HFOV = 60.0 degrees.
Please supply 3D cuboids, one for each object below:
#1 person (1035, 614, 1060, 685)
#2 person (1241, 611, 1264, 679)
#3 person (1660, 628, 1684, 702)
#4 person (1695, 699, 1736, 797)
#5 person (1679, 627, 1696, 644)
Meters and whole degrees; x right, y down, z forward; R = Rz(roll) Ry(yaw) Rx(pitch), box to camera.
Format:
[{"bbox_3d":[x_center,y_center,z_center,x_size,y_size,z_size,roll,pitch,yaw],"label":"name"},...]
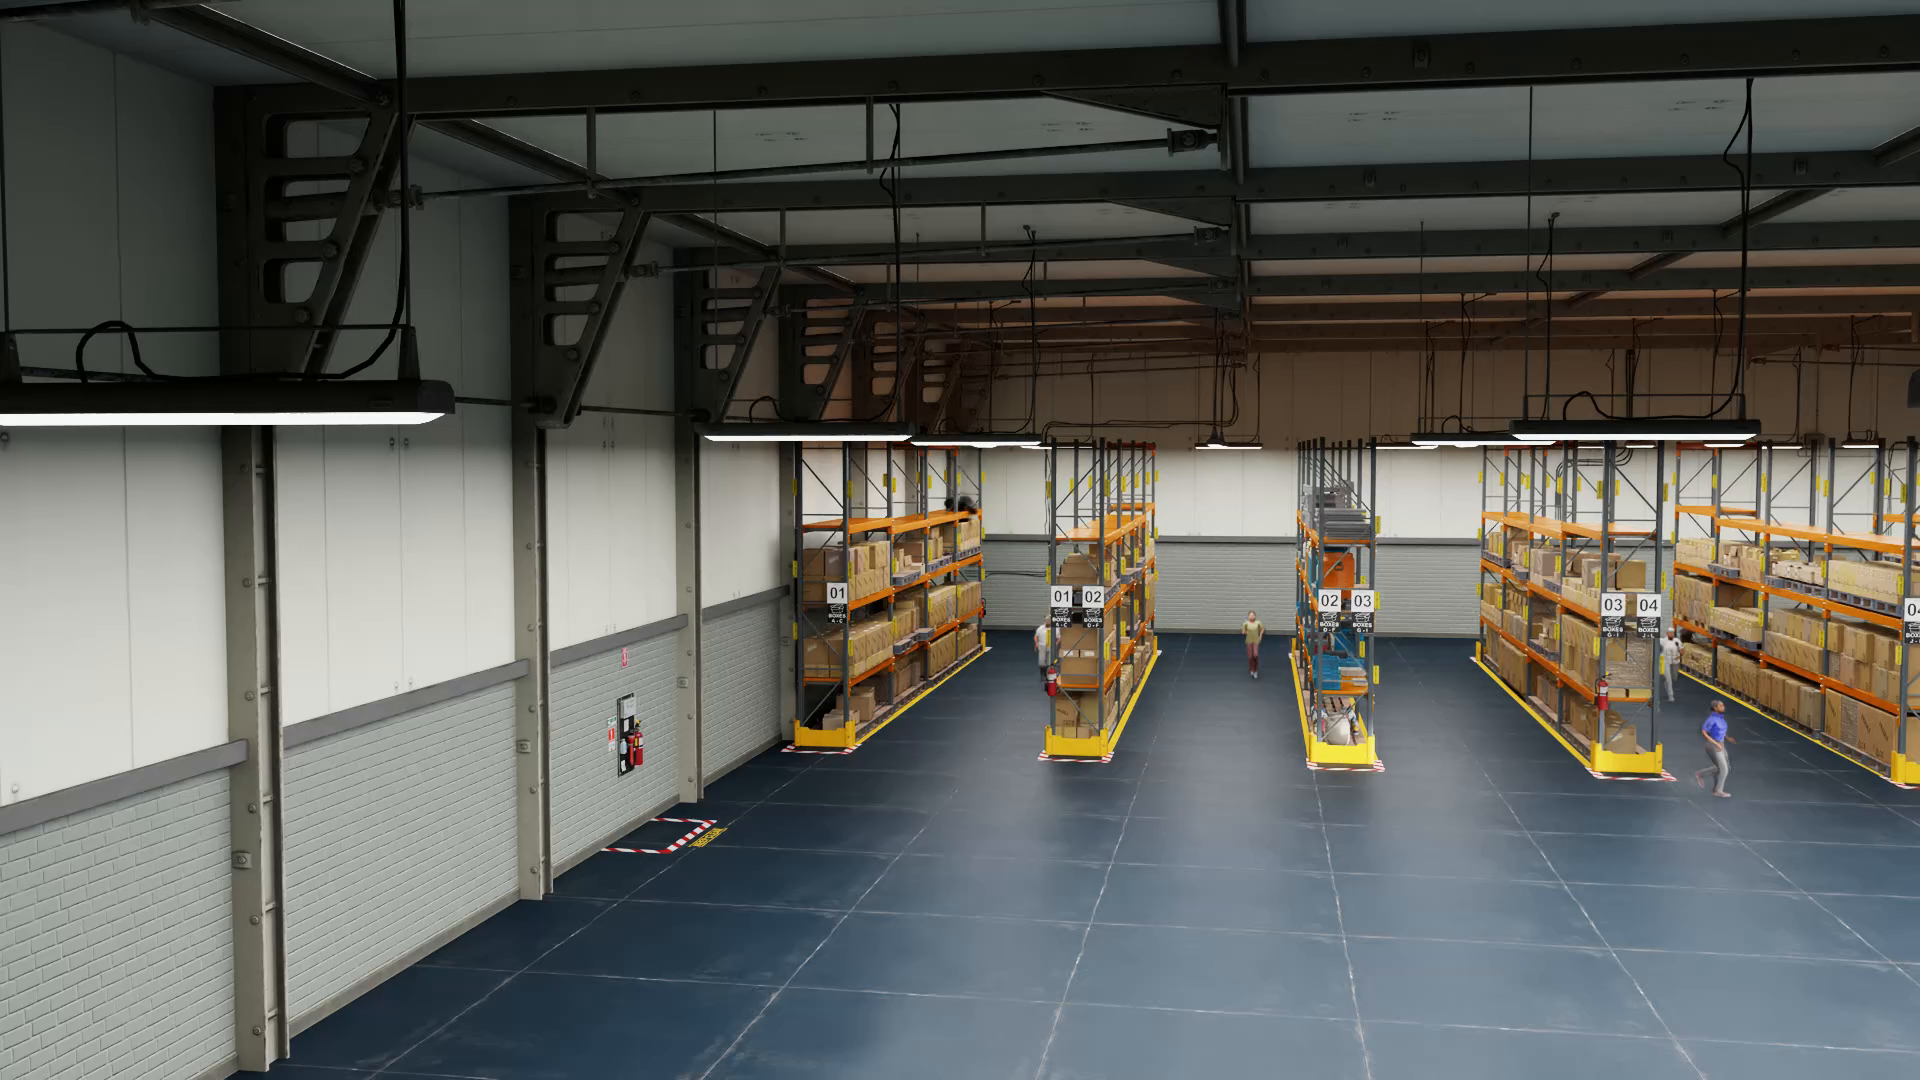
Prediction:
[{"bbox_3d":[2.120,2.683,40.621,0.655,1.730,0.631,0,3,9],"label":"person"},{"bbox_3d":[7.433,2.726,42.294,0.559,1.587,0.738,1,3,14],"label":"person"},{"bbox_3d":[16.520,2.871,38.654,0.577,1.674,1.086,0,3,6],"label":"person"},{"bbox_3d":[12.535,3.451,27.646,0.625,1.613,0.569,3,4,43],"label":"person"},{"bbox_3d":[20.012,2.483,45.668,0.764,1.788,0.738,0,3,5],"label":"person"}]
